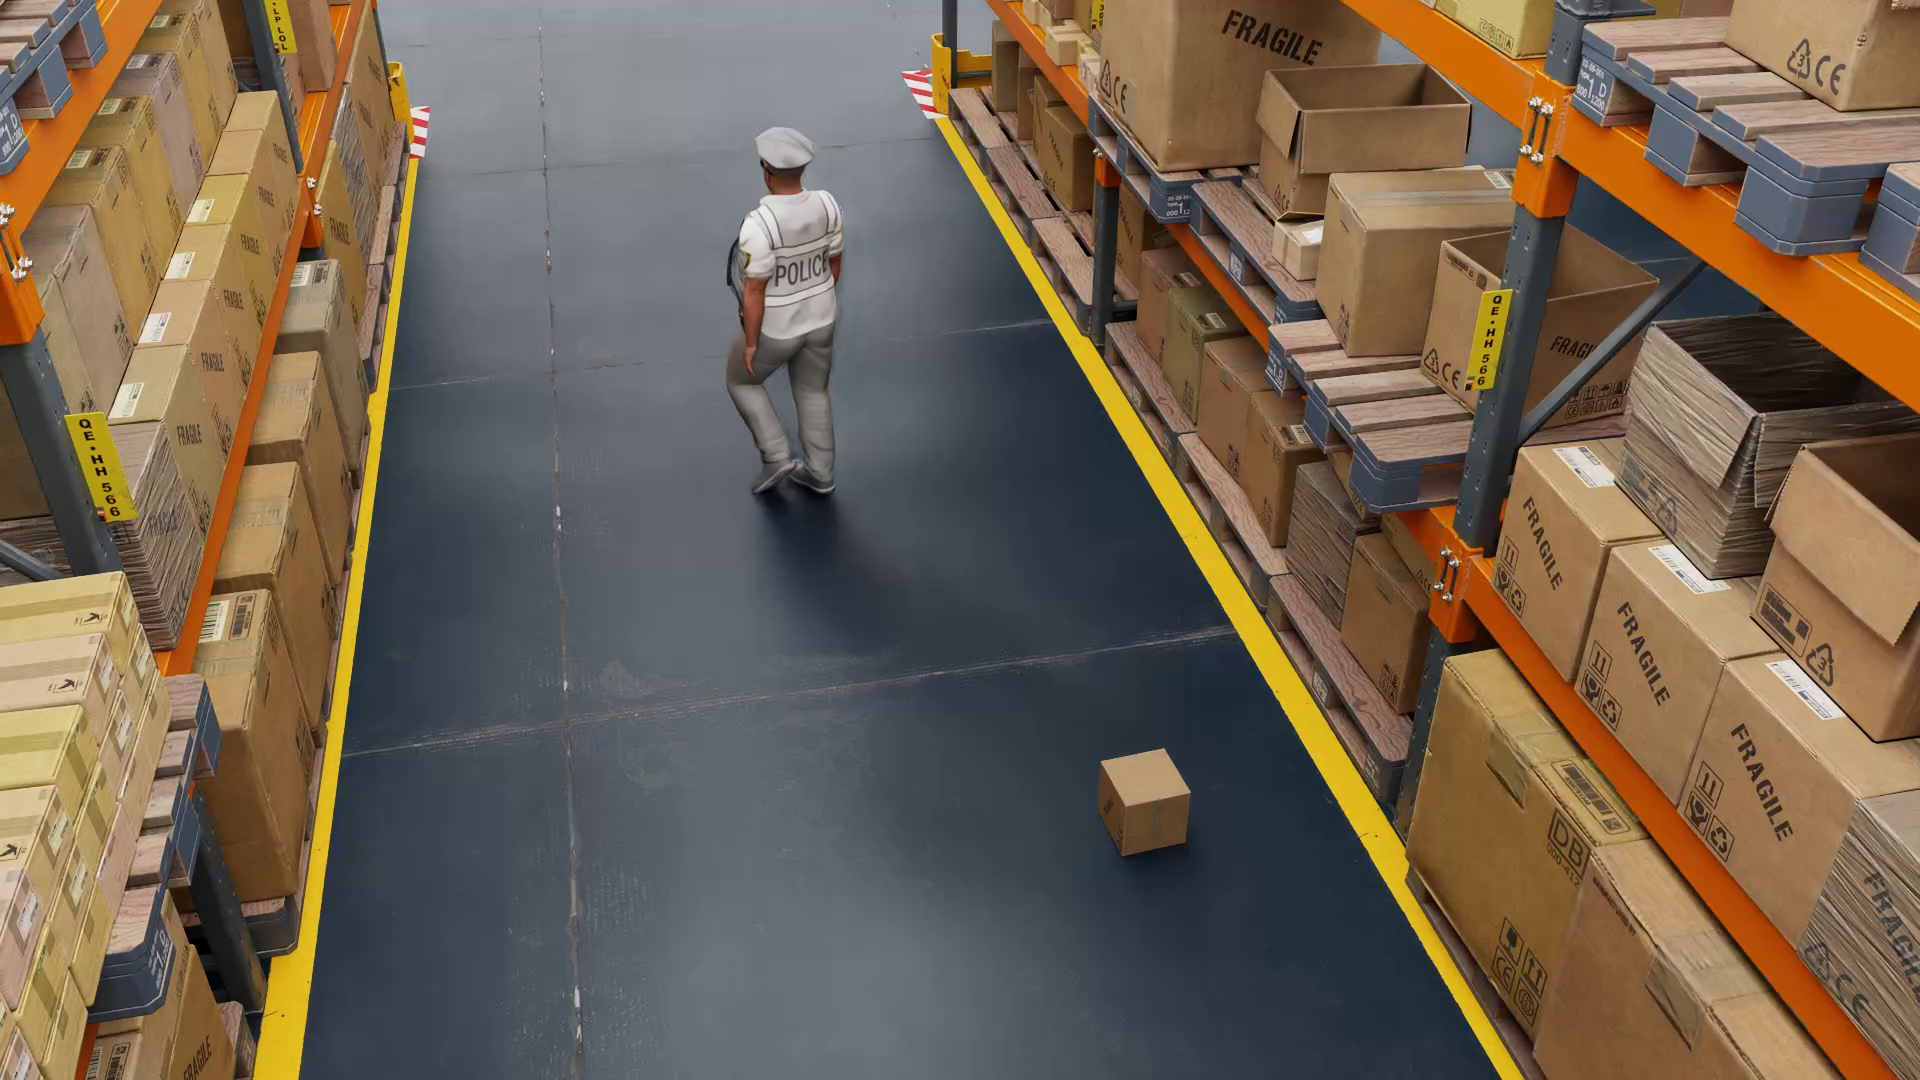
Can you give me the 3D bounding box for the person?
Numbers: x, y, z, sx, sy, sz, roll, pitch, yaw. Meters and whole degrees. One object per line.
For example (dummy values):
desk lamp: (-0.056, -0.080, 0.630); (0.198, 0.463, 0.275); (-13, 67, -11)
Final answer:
person: (-0.803, -0.997, 7.600); (0.574, 1.829, 0.484); (-24, 41, -30)
